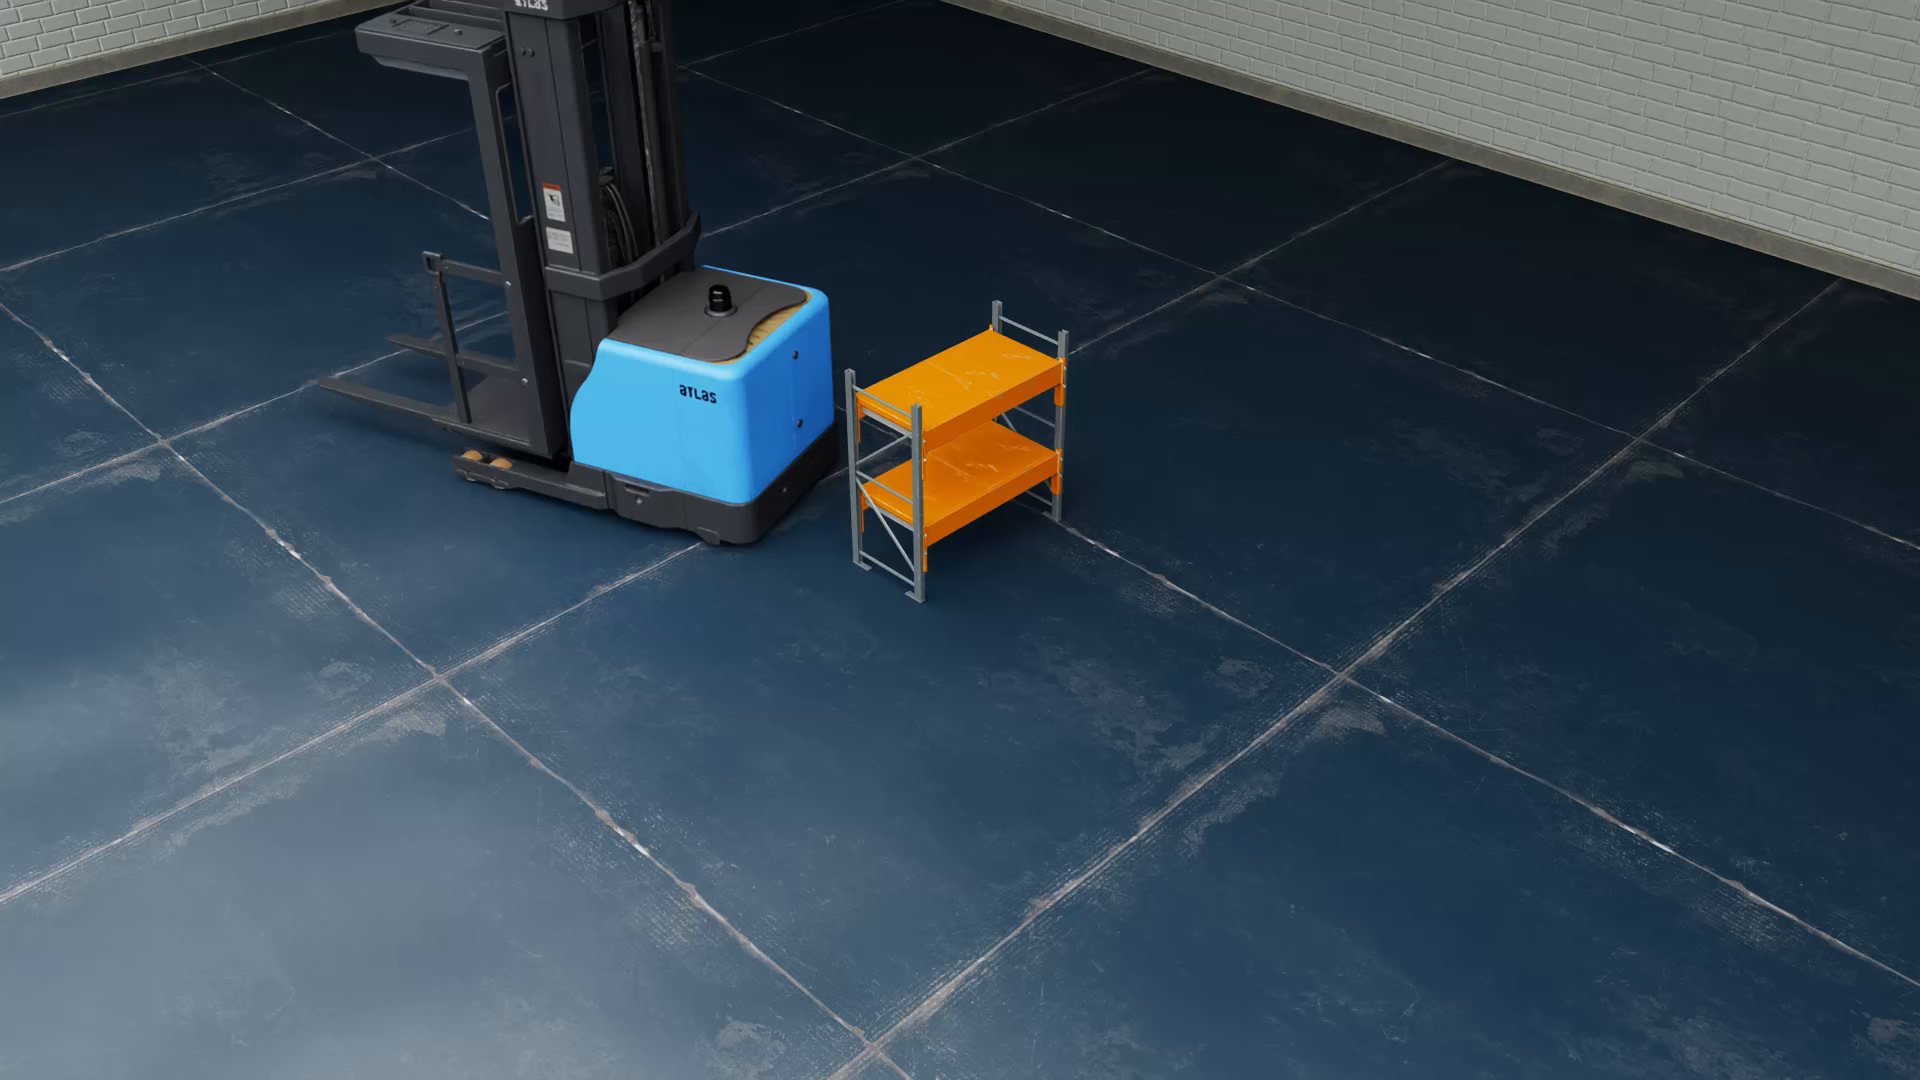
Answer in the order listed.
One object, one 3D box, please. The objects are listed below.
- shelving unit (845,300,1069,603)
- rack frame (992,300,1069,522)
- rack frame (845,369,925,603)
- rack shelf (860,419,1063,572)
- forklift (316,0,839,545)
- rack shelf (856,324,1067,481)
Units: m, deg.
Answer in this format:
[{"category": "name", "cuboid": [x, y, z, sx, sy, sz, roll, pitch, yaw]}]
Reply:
[{"category": "shelving unit", "cuboid": [-0.005, -0.459, 8.415, 0.538, 1.125, 1.048, 30, 45, 35]}, {"category": "rack frame", "cuboid": [0.353, -0.665, 8.711, 0.500, 1.125, 0.032, 30, 45, 35]}, {"category": "rack frame", "cuboid": [-0.363, -0.252, 8.119, 0.500, 1.125, 0.032, 30, 45, 35]}, {"category": "rack shelf", "cuboid": [-0.005, -0.258, 8.555, 0.538, 0.278, 1.000, 30, 45, 35]}, {"category": "forklift", "cuboid": [-2.233, -1.739, 8.672, 3.031, 2.935, 1.130, 15, 38, 20]}, {"category": "rack shelf", "cuboid": [-0.005, -0.699, 8.248, 0.538, 0.278, 1.000, 30, 45, 35]}]
